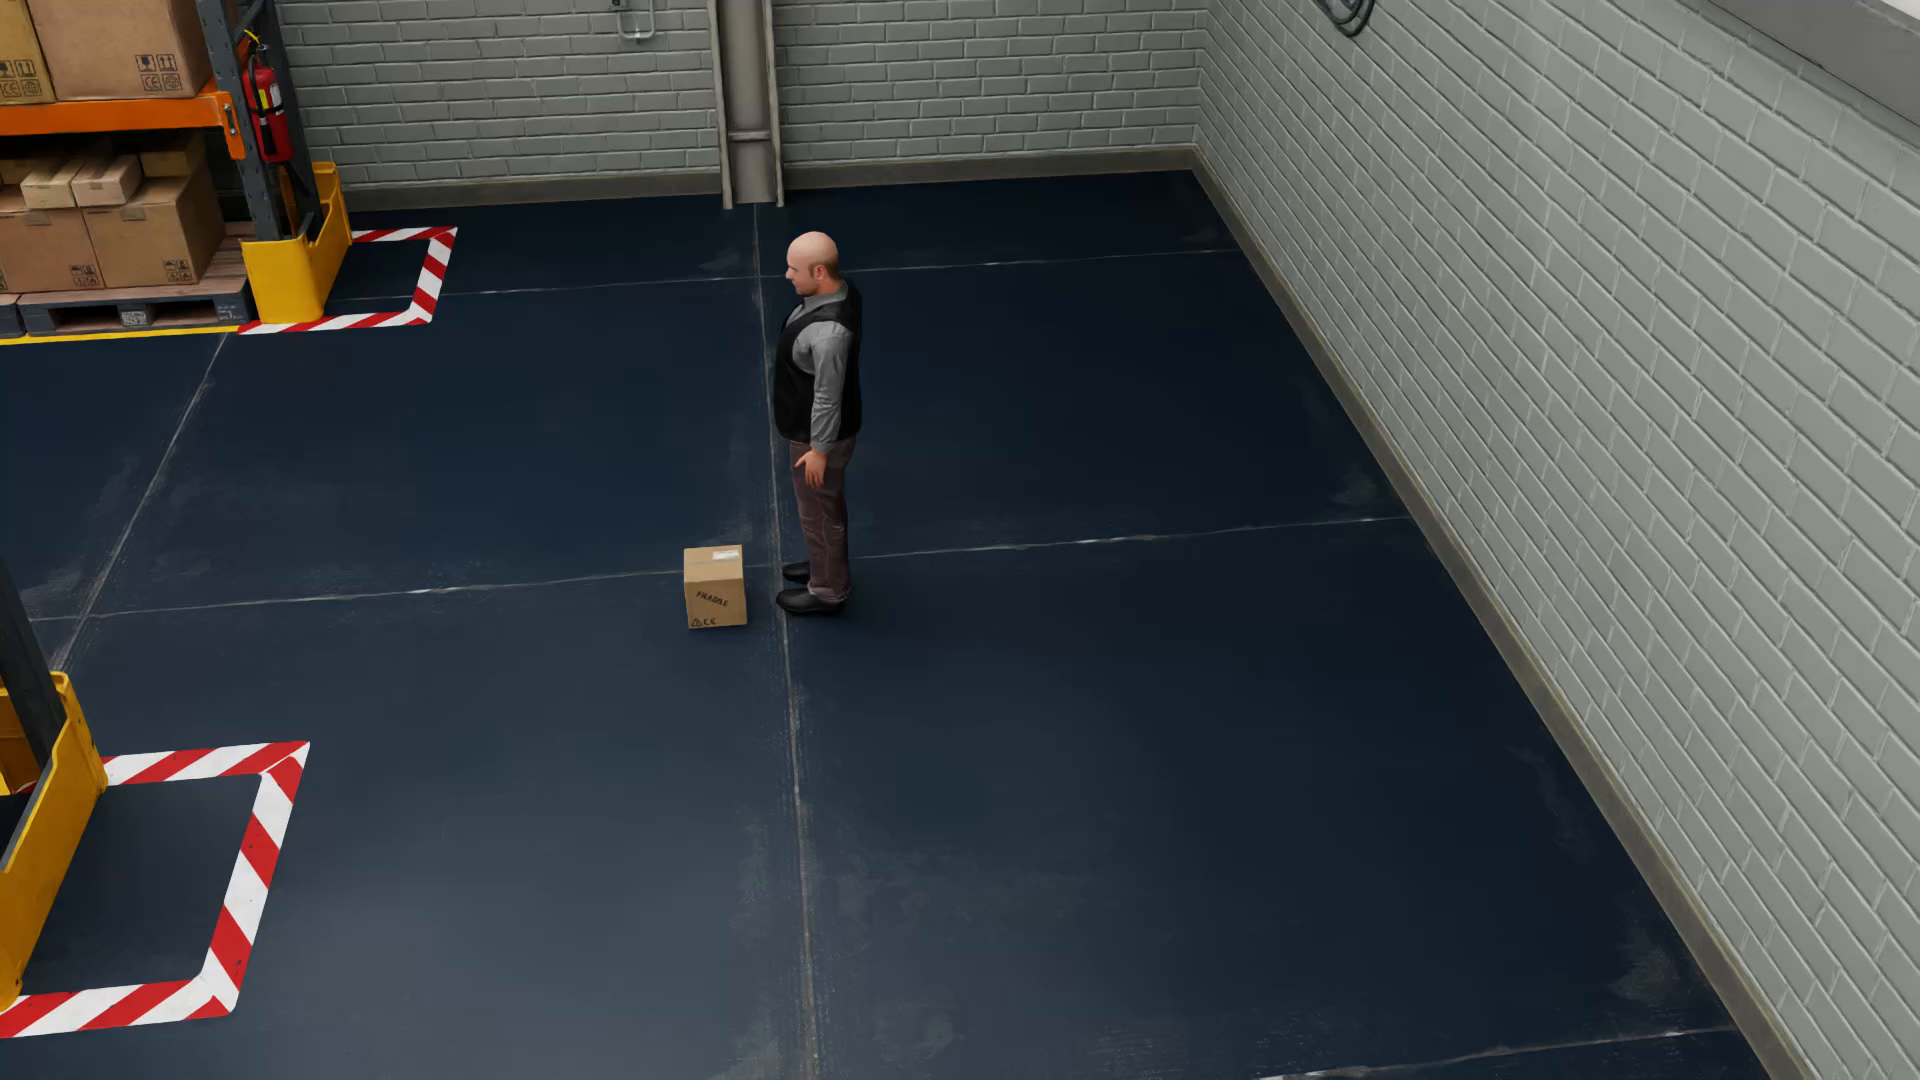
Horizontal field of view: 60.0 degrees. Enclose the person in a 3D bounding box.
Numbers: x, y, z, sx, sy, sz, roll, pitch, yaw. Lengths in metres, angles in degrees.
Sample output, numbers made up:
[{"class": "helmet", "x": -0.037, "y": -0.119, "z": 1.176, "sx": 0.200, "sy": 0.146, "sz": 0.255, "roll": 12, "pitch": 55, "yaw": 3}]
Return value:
[{"class": "person", "x": -0.594, "y": -0.401, "z": 6.833, "sx": 0.413, "sy": 1.634, "sz": 0.548, "roll": 0, "pitch": 35, "yaw": 0}]
